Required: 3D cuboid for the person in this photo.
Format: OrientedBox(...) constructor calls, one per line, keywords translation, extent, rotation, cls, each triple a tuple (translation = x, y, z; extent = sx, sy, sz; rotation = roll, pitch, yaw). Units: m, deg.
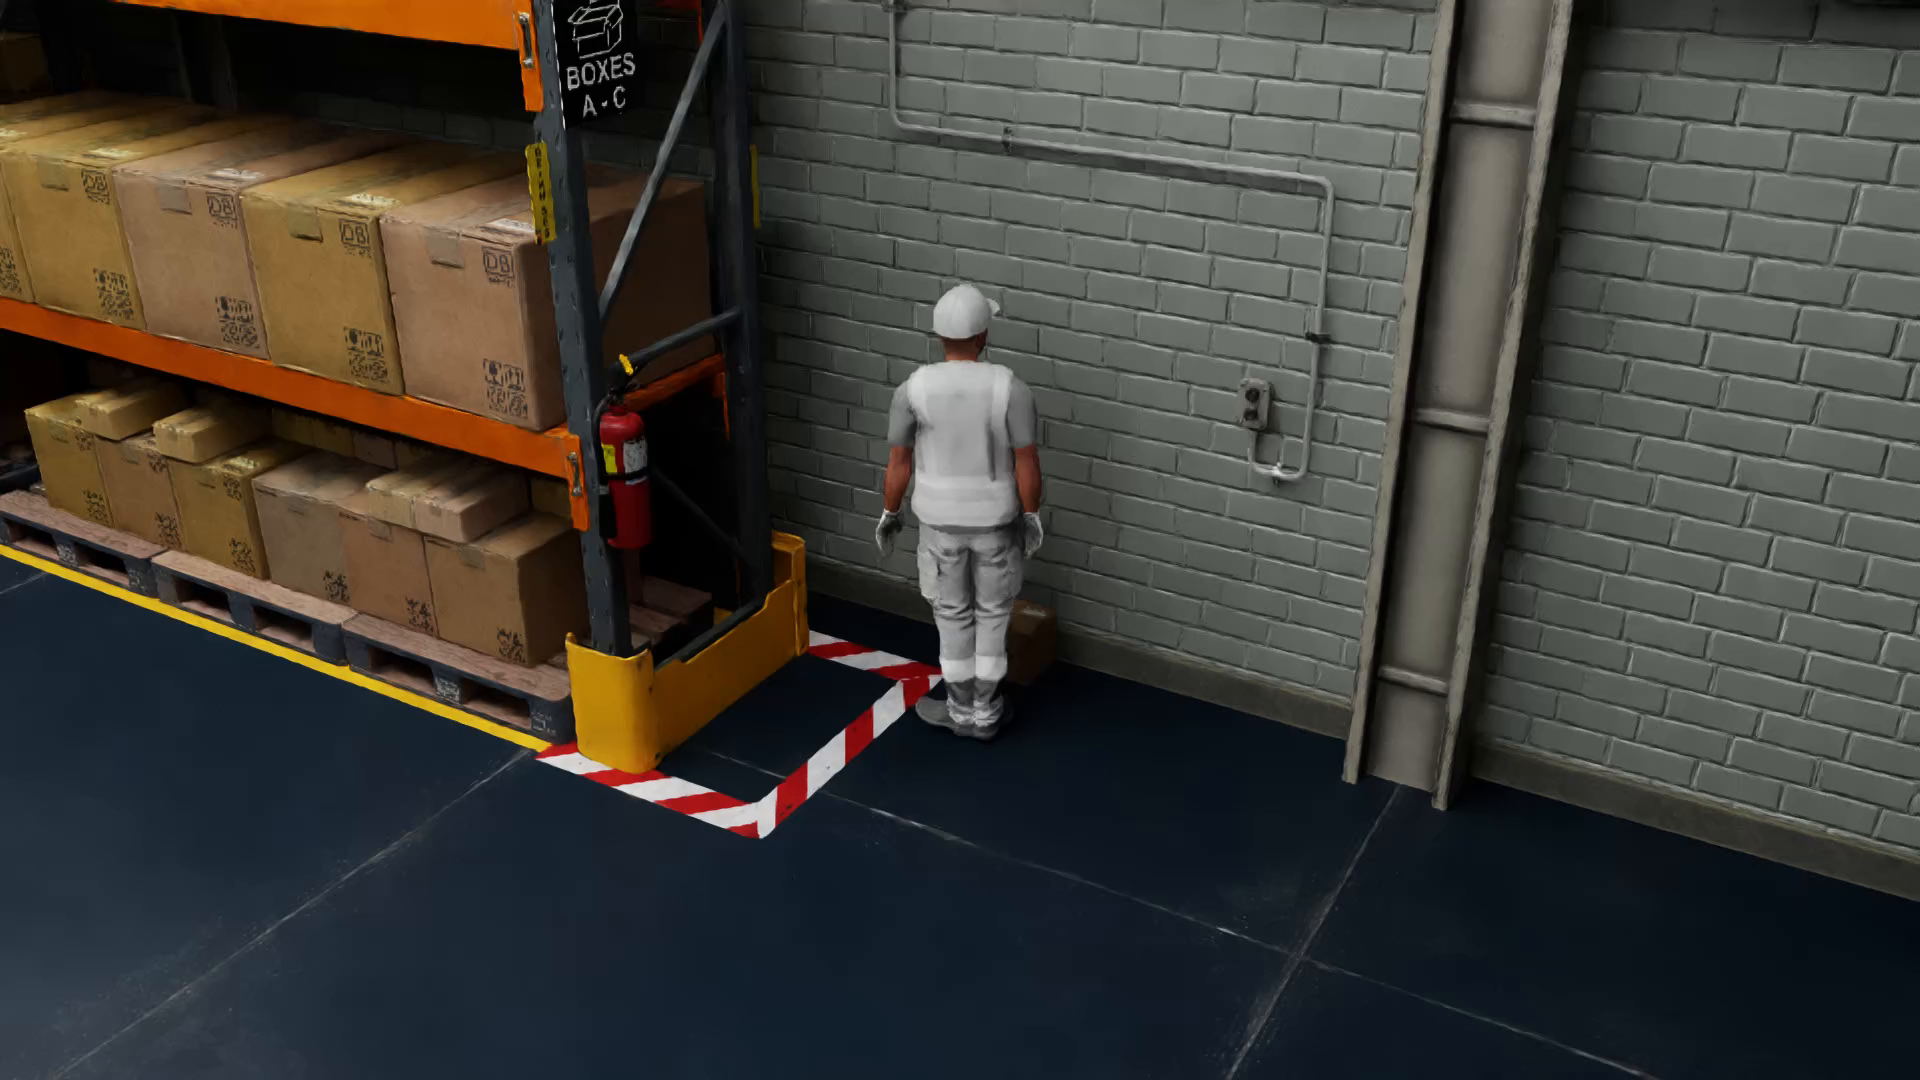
OrientedBox(translation=(-0.003, -0.083, 6.202), extent=(0.628, 1.791, 0.328), rotation=(0, 26, 0), cls="person")
